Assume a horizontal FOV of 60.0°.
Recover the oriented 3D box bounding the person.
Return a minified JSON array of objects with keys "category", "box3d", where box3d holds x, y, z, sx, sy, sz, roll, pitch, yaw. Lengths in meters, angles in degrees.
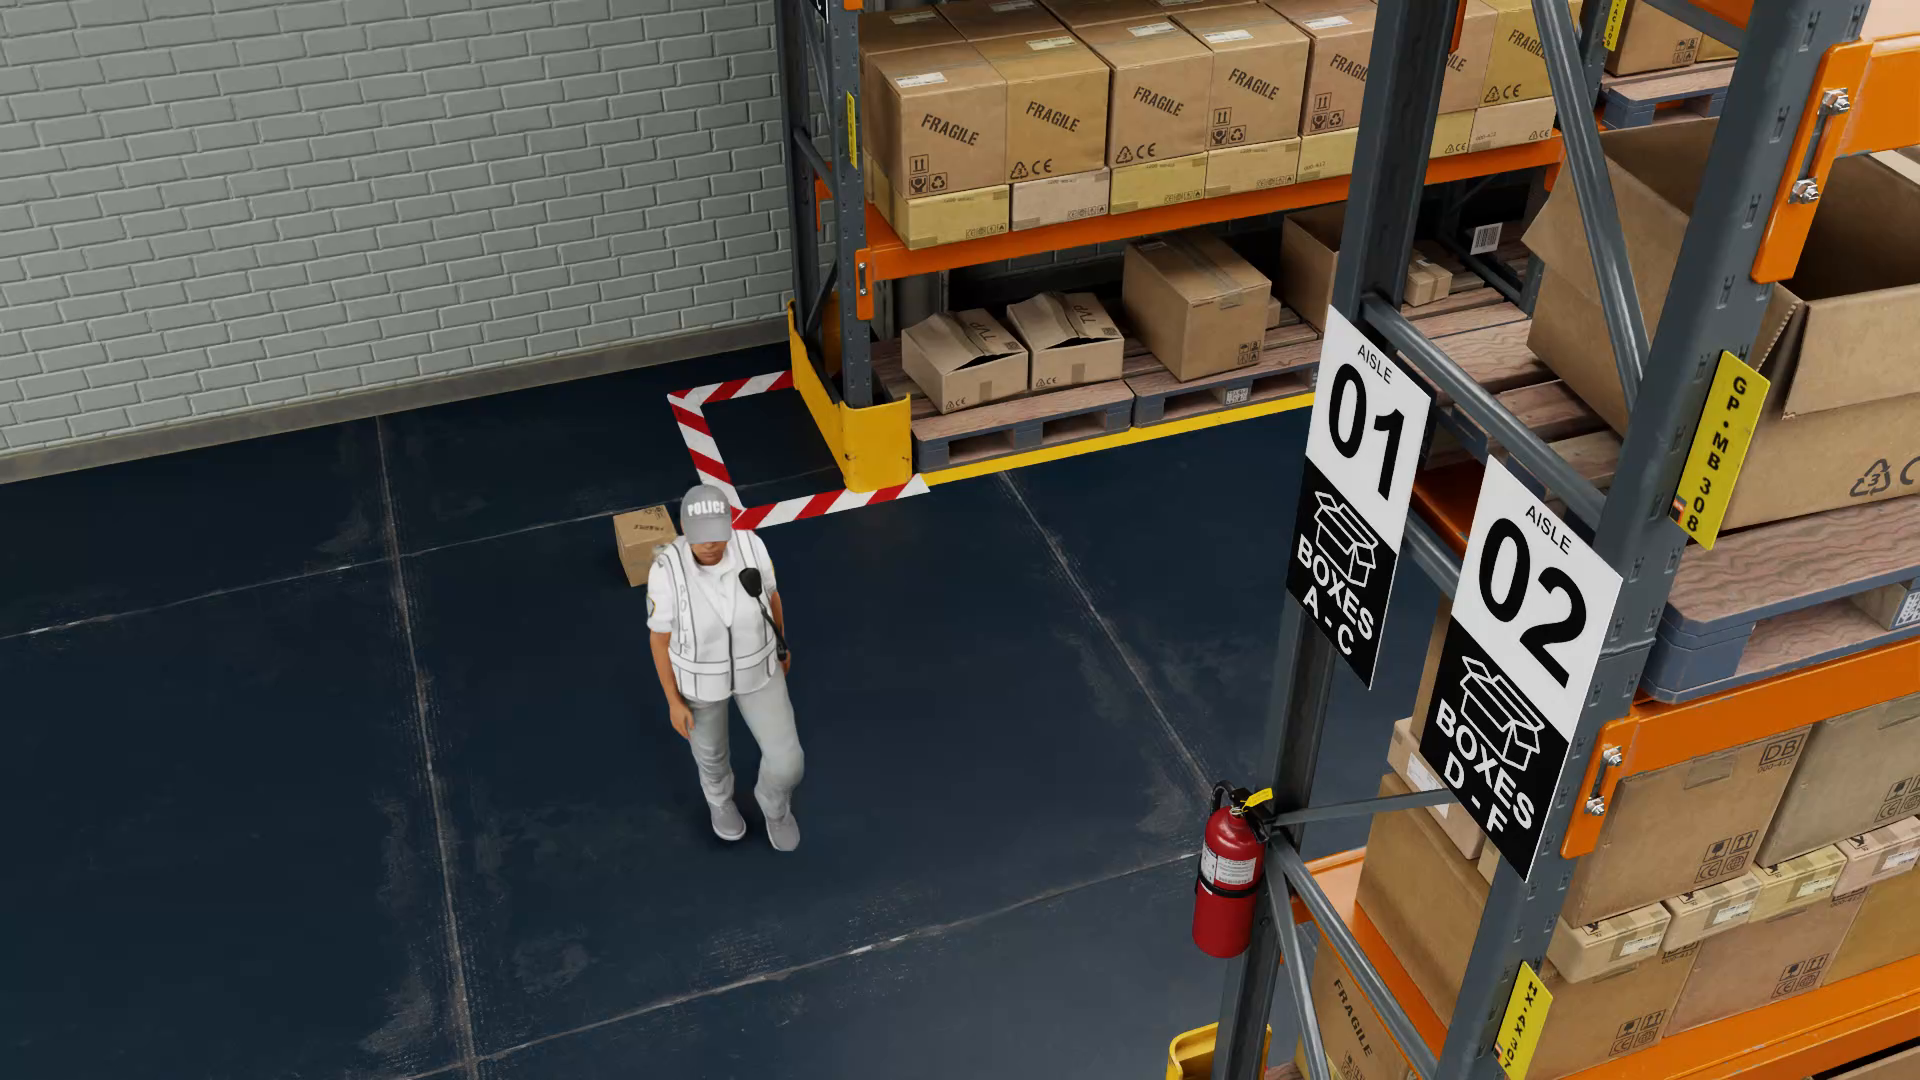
[{"category":"person","box3d":[-0.849,0.527,6.111,0.521,1.717,0.499,-12,39,-15]}]
